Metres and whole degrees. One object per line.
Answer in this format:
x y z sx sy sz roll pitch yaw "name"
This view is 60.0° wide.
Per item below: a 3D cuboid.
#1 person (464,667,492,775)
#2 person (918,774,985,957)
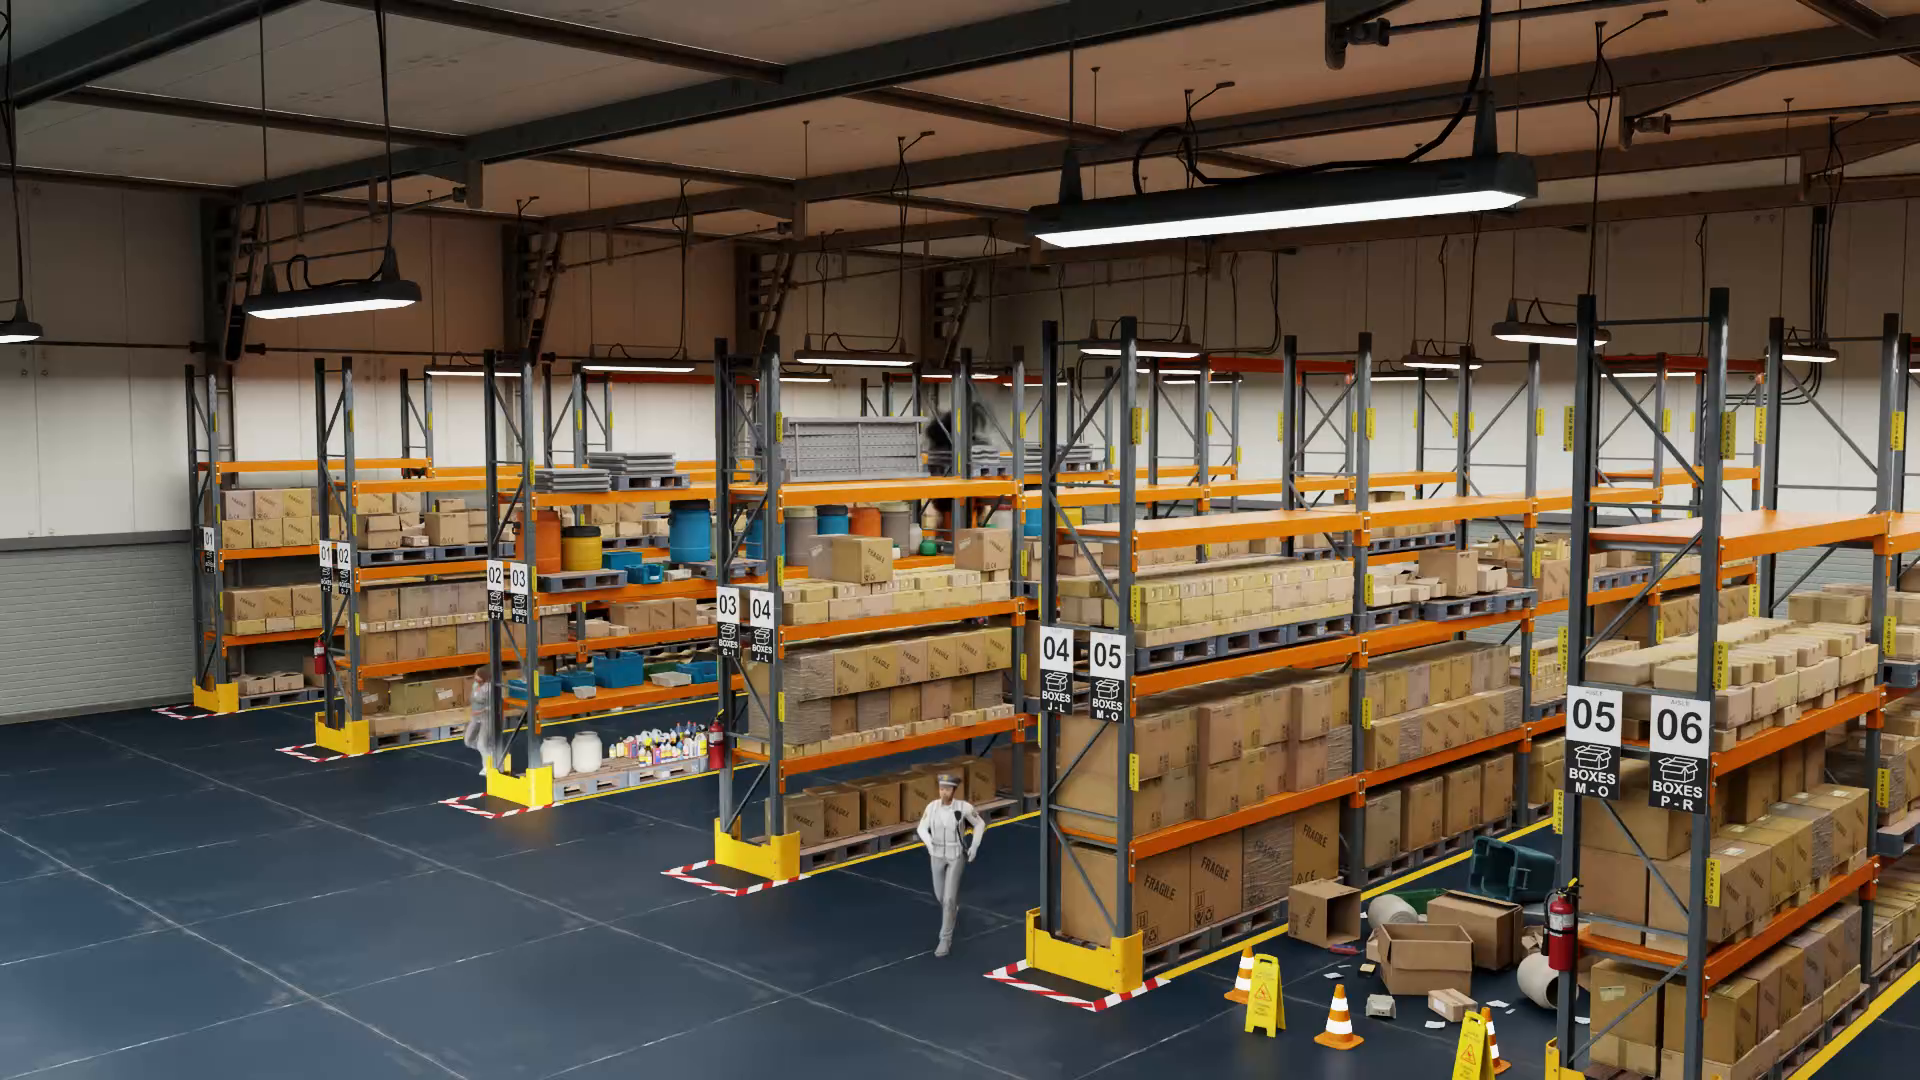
-6.802 2.575 23.594 0.585 1.556 0.500 3 5 32 "person"
-0.095 3.088 16.148 0.638 1.711 0.814 1 5 17 "person"
